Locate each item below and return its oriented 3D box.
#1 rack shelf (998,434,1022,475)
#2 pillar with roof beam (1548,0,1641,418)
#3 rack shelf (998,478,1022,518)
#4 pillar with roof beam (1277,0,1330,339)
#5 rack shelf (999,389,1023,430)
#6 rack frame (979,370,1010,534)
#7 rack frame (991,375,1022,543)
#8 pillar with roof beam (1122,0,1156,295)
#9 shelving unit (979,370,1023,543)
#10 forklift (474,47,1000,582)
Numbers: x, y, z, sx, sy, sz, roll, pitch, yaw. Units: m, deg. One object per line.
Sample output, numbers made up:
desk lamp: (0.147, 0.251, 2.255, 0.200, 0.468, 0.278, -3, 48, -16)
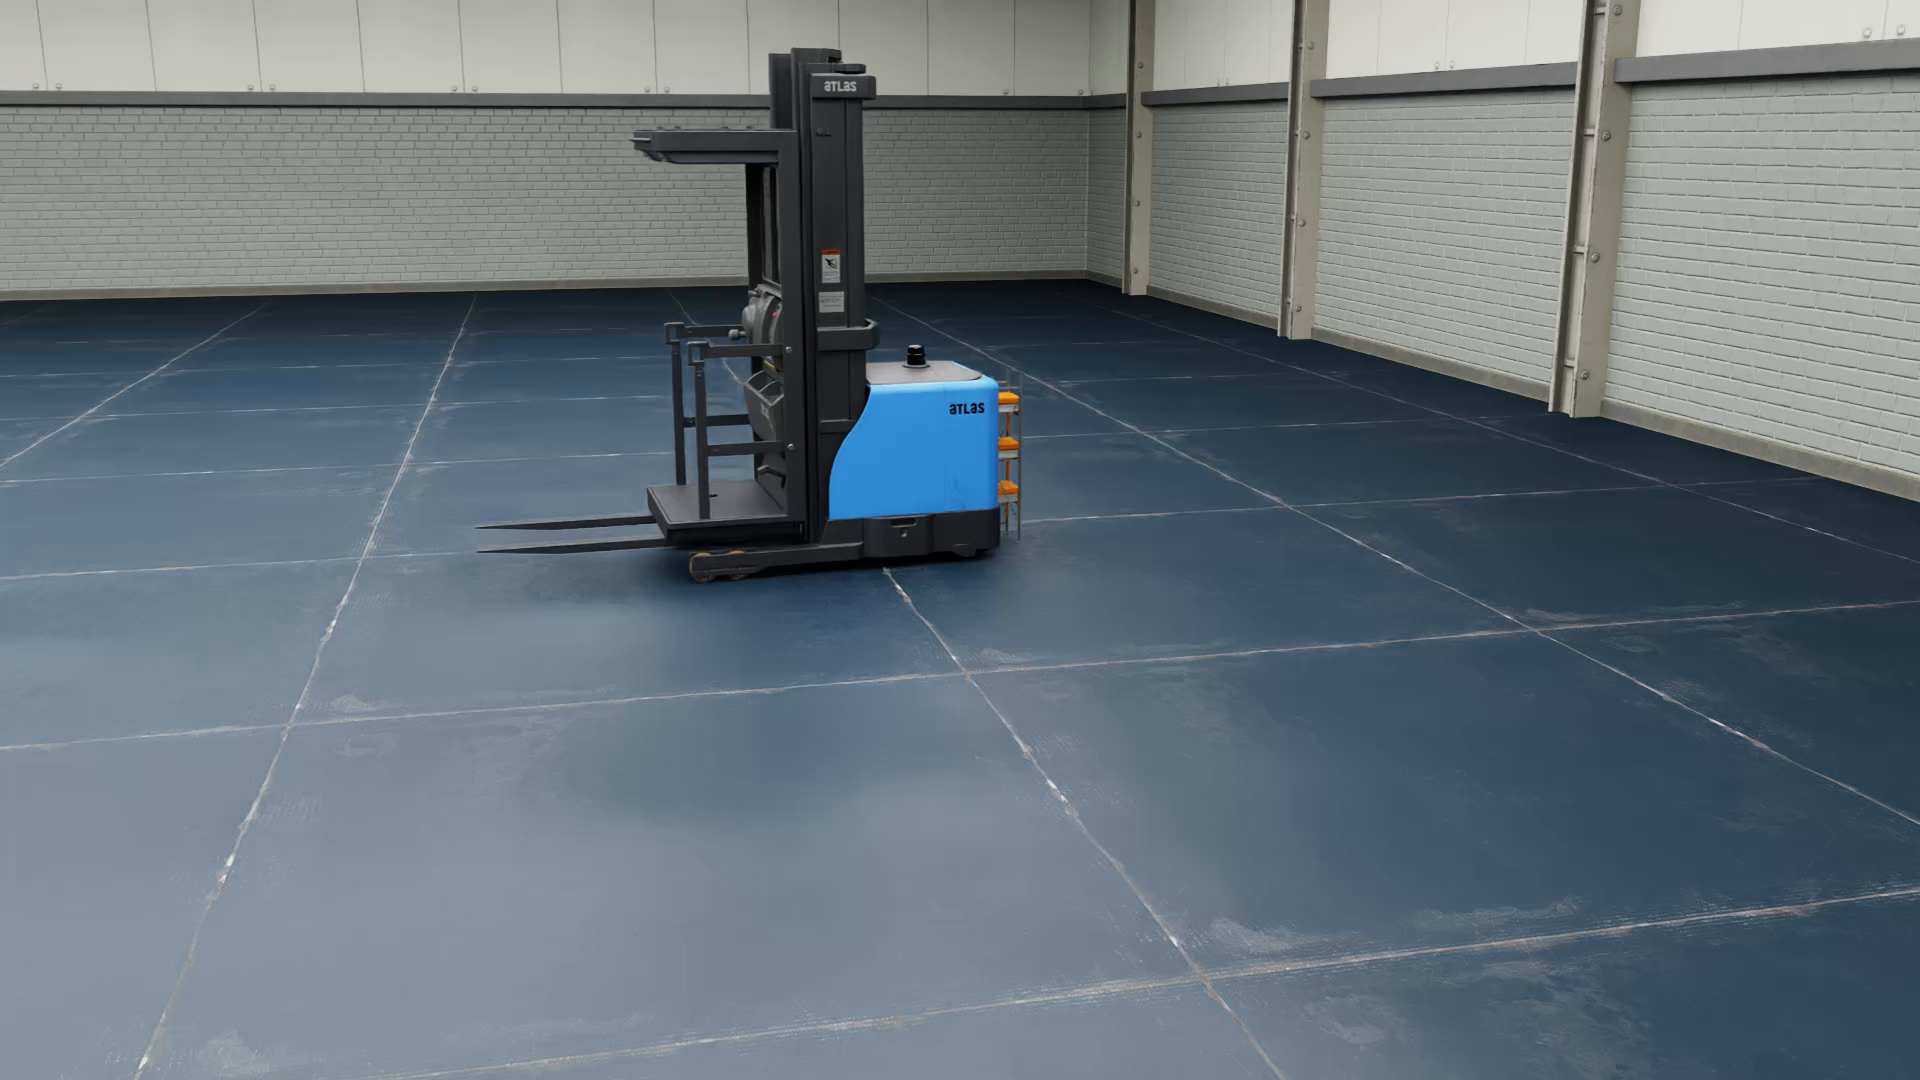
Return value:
rack shelf: (0.246, -0.505, 10.325, 0.215, 0.259, 0.240, -4, 14, -16)
pillar with roof beam: (1.420, -5.285, 13.098, 9.100, 9.000, 0.400, -3, 14, -13)
rack shelf: (0.246, -0.235, 10.391, 0.215, 0.259, 0.240, -4, 14, -16)
pillar with roof beam: (0.011, -6.669, 18.764, 9.100, 9.000, 0.400, -3, 14, -13)
rack shelf: (0.246, -0.780, 10.258, 0.215, 0.259, 0.240, -4, 14, -16)
rack frame: (0.211, -0.543, 10.436, 0.200, 1.050, 0.008, -4, 14, -16)
rack frame: (0.282, -0.487, 10.209, 0.200, 1.050, 0.008, -4, 14, -16)
pillar with roof beam: (-1.398, -8.053, 24.429, 9.100, 9.000, 0.400, -3, 14, -13)
shelving unit: (0.246, -0.515, 10.322, 0.215, 1.050, 0.252, -4, 14, -16)
forklift: (-1.334, -1.325, 9.674, 3.031, 2.935, 1.130, -4, 14, -16)
